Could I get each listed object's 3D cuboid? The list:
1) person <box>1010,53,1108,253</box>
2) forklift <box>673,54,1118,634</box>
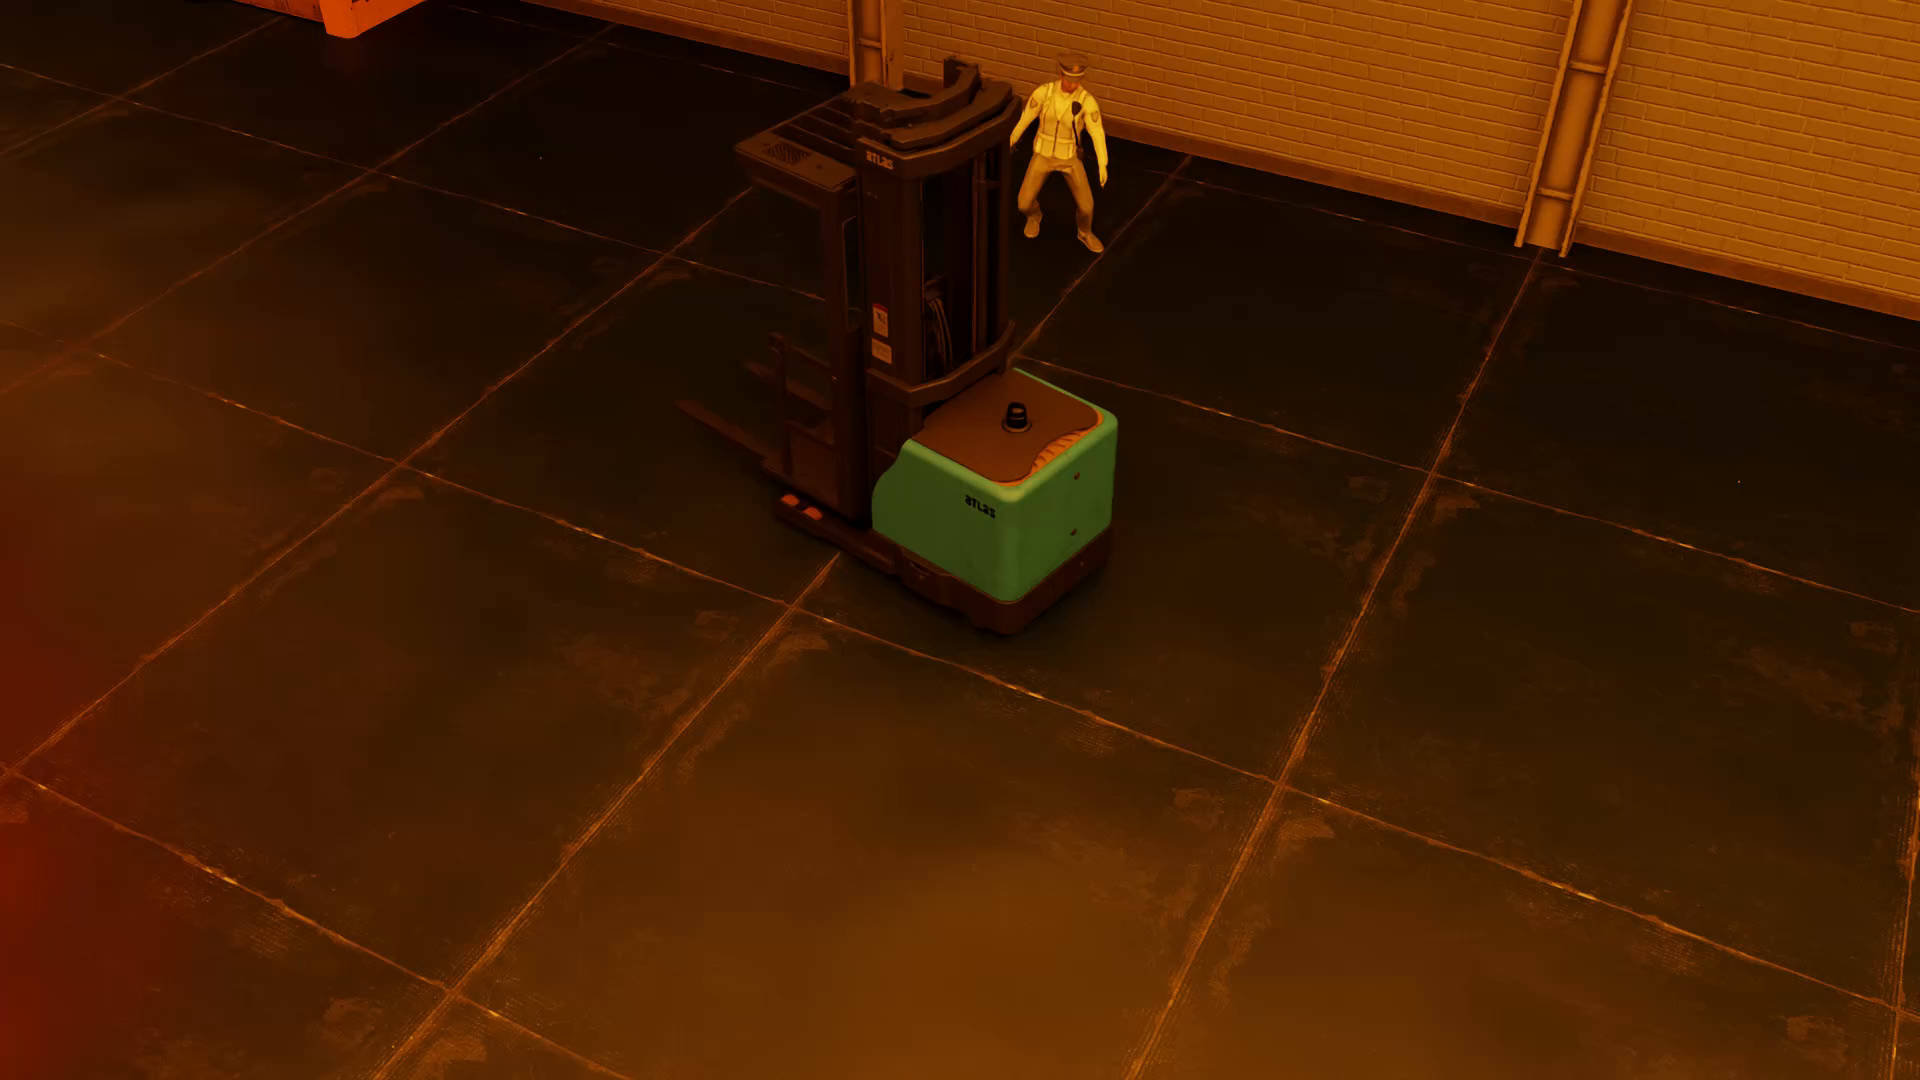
[{"bbox_3d":[0.725,-2.901,12.492,0.820,1.585,0.460,11,41,13],"label":"person"},{"bbox_3d":[-0.532,-1.388,9.635,3.031,2.935,1.130,29,48,30],"label":"forklift"}]
